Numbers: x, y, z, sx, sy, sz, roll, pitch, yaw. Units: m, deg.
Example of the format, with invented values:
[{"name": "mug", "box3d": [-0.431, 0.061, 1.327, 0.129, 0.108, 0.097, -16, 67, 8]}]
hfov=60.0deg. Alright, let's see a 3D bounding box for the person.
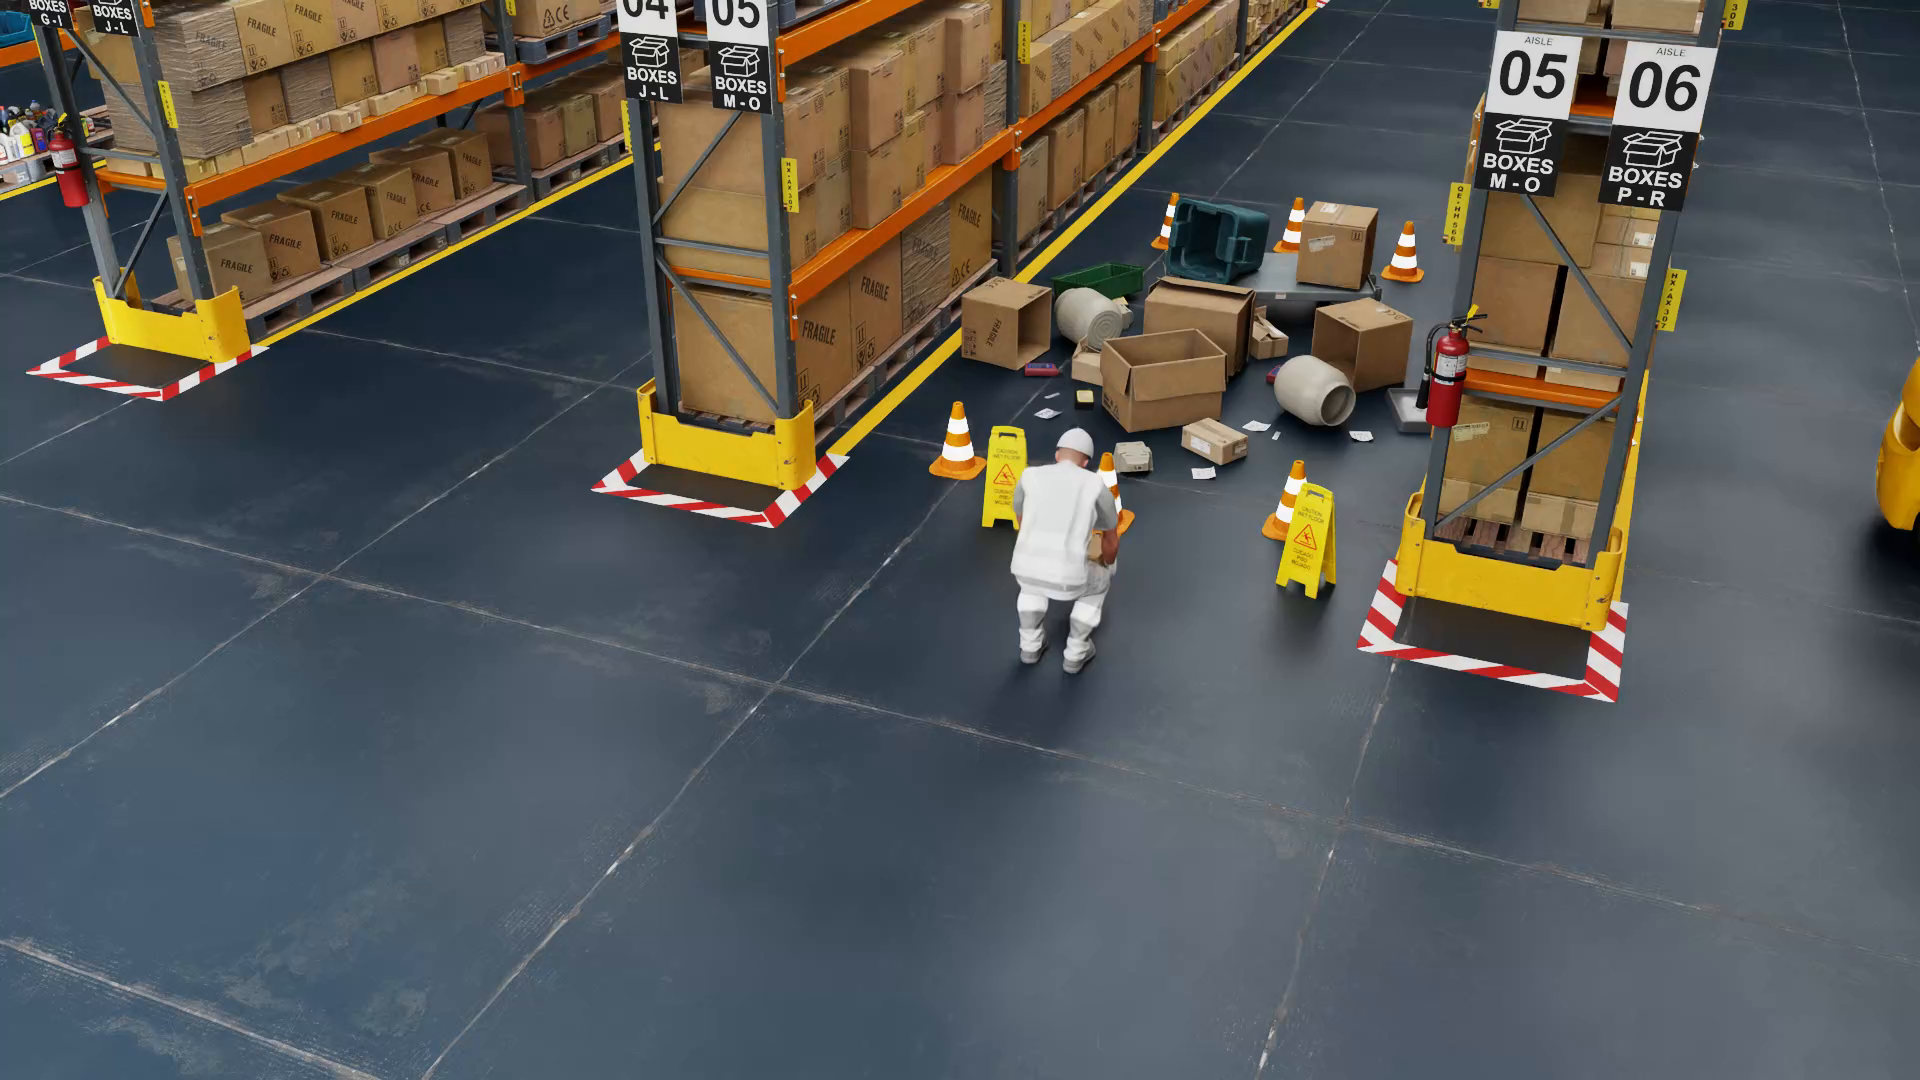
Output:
[{"name": "person", "box3d": [0.521, 0.067, 8.875, 0.586, 1.186, 0.845, 11, 31, 19]}]
